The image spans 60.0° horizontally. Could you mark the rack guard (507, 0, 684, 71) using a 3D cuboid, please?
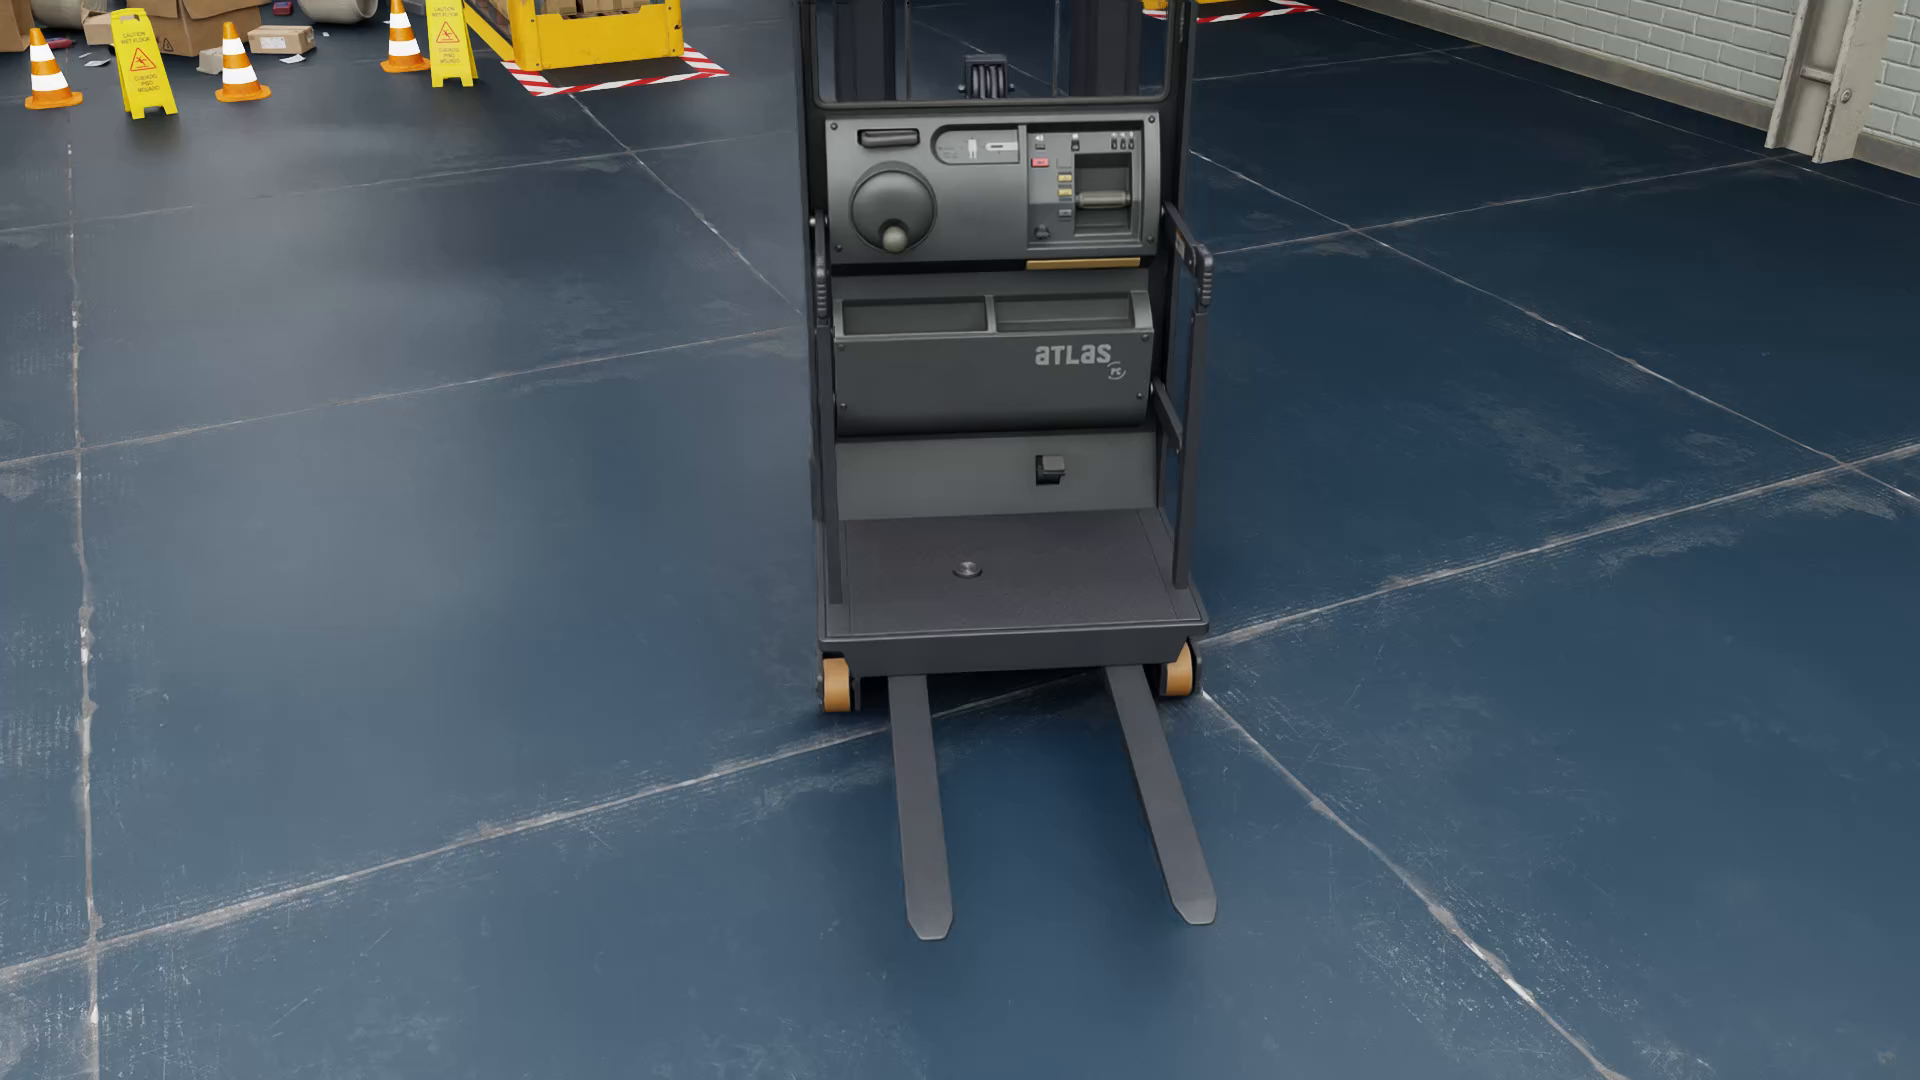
[{"bbox_3d":[-2.570,-3.664,11.773,1.175,0.500,0.348,-13,32,-22],"label":"rack guard"}]

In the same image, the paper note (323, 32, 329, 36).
[{"bbox_3d":[-4.784,-3.815,12.543,0.032,0.001,0.123,-13,32,-22],"label":"paper note"}]

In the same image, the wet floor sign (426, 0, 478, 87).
[{"bbox_3d":[-3.422,-3.385,11.128,0.267,0.644,0.232,-3,29,-5],"label":"wet floor sign"}]

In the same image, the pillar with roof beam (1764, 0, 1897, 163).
[{"bbox_3d":[1.147,-5.324,6.044,9.100,9.000,0.400,-13,32,-22],"label":"pillar with roof beam"}]

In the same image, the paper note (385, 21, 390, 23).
[{"bbox_3d":[-4.382,-4.032,12.908,0.148,0.019,0.142,26,38,38],"label":"paper note"}]

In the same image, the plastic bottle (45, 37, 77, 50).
[{"bbox_3d":[-6.624,-3.626,12.153,0.133,0.061,0.283,26,38,38],"label":"plastic bottle"}]

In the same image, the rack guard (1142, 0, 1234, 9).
[{"bbox_3d":[1.954,-4.664,13.556,1.175,0.500,0.348,-13,32,-22],"label":"rack guard"}]

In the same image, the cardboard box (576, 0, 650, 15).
[{"bbox_3d":[-2.634,-4.119,12.411,0.500,0.250,0.500,-13,32,-22],"label":"cardboard box"}]

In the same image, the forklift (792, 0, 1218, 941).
[{"bbox_3d":[0.115,-0.945,4.438,1.130,2.935,3.031,-2,29,-4],"label":"forklift"}]

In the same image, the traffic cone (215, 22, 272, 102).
[{"bbox_3d":[-4.744,-3.150,10.895,0.336,0.463,0.334,-13,32,-22],"label":"traffic cone"}]

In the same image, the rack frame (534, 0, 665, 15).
[{"bbox_3d":[-2.537,-4.721,11.102,1.000,3.000,0.127,-13,32,-22],"label":"rack frame"}]

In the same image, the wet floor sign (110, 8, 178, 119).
[{"bbox_3d":[-5.164,-3.013,10.463,0.267,0.644,0.232,-19,35,-30],"label":"wet floor sign"}]

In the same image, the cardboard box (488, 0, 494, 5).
[{"bbox_3d":[-3.343,-4.236,12.619,0.500,0.250,0.500,-13,32,-22],"label":"cardboard box"}]

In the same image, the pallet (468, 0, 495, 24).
[{"bbox_3d":[-3.407,-4.443,13.457,1.003,0.211,1.213,-13,32,-22],"label":"pallet"}]

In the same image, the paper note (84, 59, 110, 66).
[{"bbox_3d":[-6.086,-3.372,11.734,0.144,0.017,0.142,-3,29,-5],"label":"paper note"}]

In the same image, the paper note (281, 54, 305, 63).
[{"bbox_3d":[-4.741,-3.425,11.828,0.142,0.019,0.148,26,38,38],"label":"paper note"}]

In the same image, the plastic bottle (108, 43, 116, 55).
[{"bbox_3d":[-6.071,-3.556,12.030,0.283,0.061,0.133,26,38,38],"label":"plastic bottle"}]

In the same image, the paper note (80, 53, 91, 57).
[{"bbox_3d":[-6.292,-3.486,11.957,0.032,0.001,0.123,2,29,4],"label":"paper note"}]

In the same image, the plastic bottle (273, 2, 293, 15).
[{"bbox_3d":[-5.394,-4.242,13.253,0.133,0.061,0.283,-8,30,-13],"label":"plastic bottle"}]

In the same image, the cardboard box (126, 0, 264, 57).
[{"bbox_3d":[-5.578,-3.876,12.148,0.637,0.503,0.797,13,32,21],"label":"cardboard box"}]

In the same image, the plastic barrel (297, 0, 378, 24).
[{"bbox_3d":[-4.791,-4.192,12.792,0.512,0.421,0.421,7,30,13],"label":"plastic barrel"}]

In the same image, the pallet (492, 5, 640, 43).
[{"bbox_3d":[-2.887,-3.904,12.497,1.003,0.211,1.213,-13,32,-22],"label":"pallet"}]

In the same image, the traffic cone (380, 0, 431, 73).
[{"bbox_3d":[-3.887,-3.533,11.578,0.336,0.463,0.334,-13,32,-22],"label":"traffic cone"}]

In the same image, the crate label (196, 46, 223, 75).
[{"bbox_3d":[-5.137,-3.342,11.571,0.298,0.136,0.250,19,34,30],"label":"crate label"}]

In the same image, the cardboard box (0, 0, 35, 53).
[{"bbox_3d":[-7.089,-3.844,12.092,0.500,0.500,0.500,-8,30,-13],"label":"cardboard box"}]

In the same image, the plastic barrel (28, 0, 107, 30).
[{"bbox_3d":[-6.809,-4.101,12.631,0.512,0.421,0.421,7,30,13],"label":"plastic barrel"}]

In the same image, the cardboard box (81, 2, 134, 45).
[{"bbox_3d":[-6.280,-3.839,12.324,0.396,0.266,0.258,-8,30,-13],"label":"cardboard box"}]

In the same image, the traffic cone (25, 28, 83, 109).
[{"bbox_3d":[-5.910,-3.063,10.739,0.336,0.463,0.334,-13,32,-22],"label":"traffic cone"}]

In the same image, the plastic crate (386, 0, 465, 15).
[{"bbox_3d":[-4.321,-4.349,13.423,0.583,0.080,0.402,26,38,38],"label":"plastic crate"}]

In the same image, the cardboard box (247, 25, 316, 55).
[{"bbox_3d":[-4.924,-3.632,12.075,0.380,0.149,0.250,2,29,4],"label":"cardboard box"}]

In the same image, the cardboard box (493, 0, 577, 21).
[{"bbox_3d":[-3.138,-4.016,12.227,0.500,0.250,0.500,-13,32,-22],"label":"cardboard box"}]

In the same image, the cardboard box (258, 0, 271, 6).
[{"bbox_3d":[-5.843,-4.485,13.476,0.396,0.266,0.258,13,32,21],"label":"cardboard box"}]
